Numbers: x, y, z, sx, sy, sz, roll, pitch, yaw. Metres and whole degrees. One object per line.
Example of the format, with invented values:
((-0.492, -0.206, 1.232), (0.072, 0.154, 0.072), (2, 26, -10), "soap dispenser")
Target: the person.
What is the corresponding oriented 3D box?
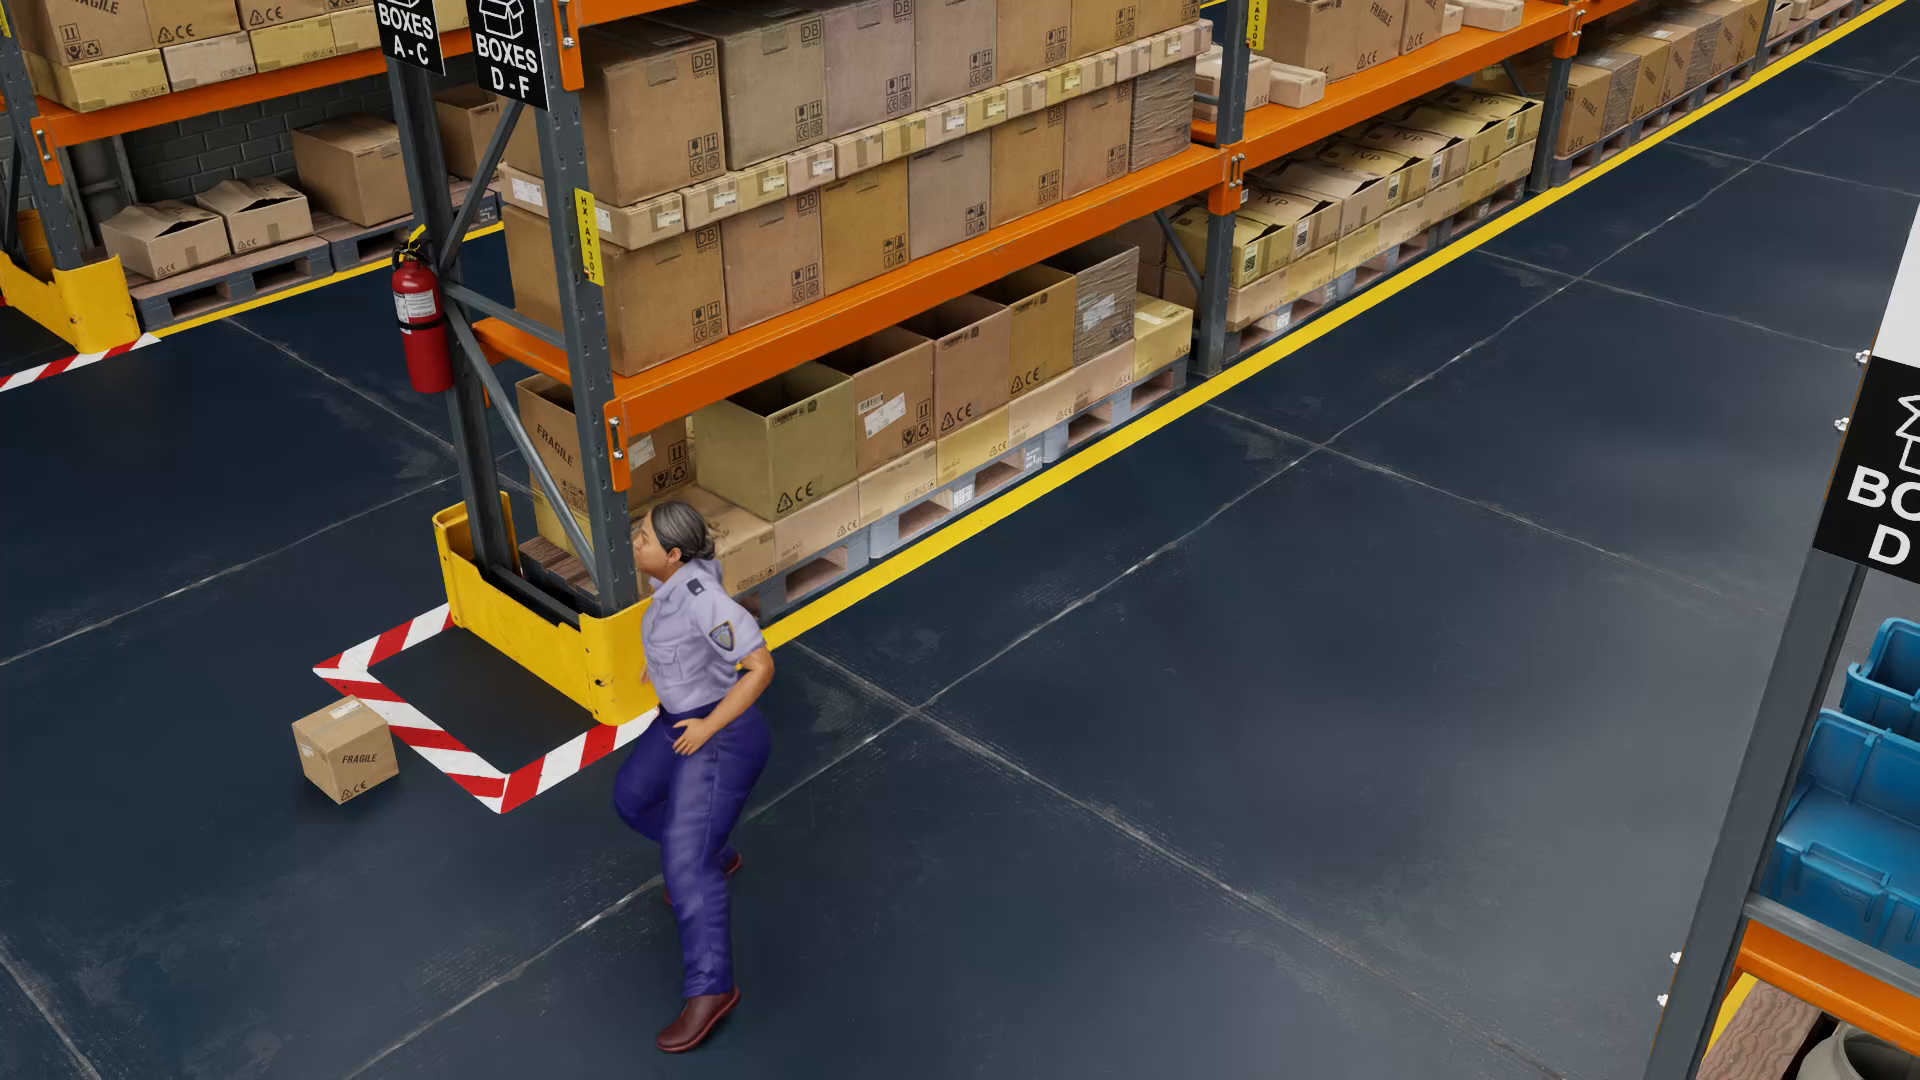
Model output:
((-0.856, 0.651, 5.214), (0.539, 1.544, 1.041), (-11, 33, -18), "person")
